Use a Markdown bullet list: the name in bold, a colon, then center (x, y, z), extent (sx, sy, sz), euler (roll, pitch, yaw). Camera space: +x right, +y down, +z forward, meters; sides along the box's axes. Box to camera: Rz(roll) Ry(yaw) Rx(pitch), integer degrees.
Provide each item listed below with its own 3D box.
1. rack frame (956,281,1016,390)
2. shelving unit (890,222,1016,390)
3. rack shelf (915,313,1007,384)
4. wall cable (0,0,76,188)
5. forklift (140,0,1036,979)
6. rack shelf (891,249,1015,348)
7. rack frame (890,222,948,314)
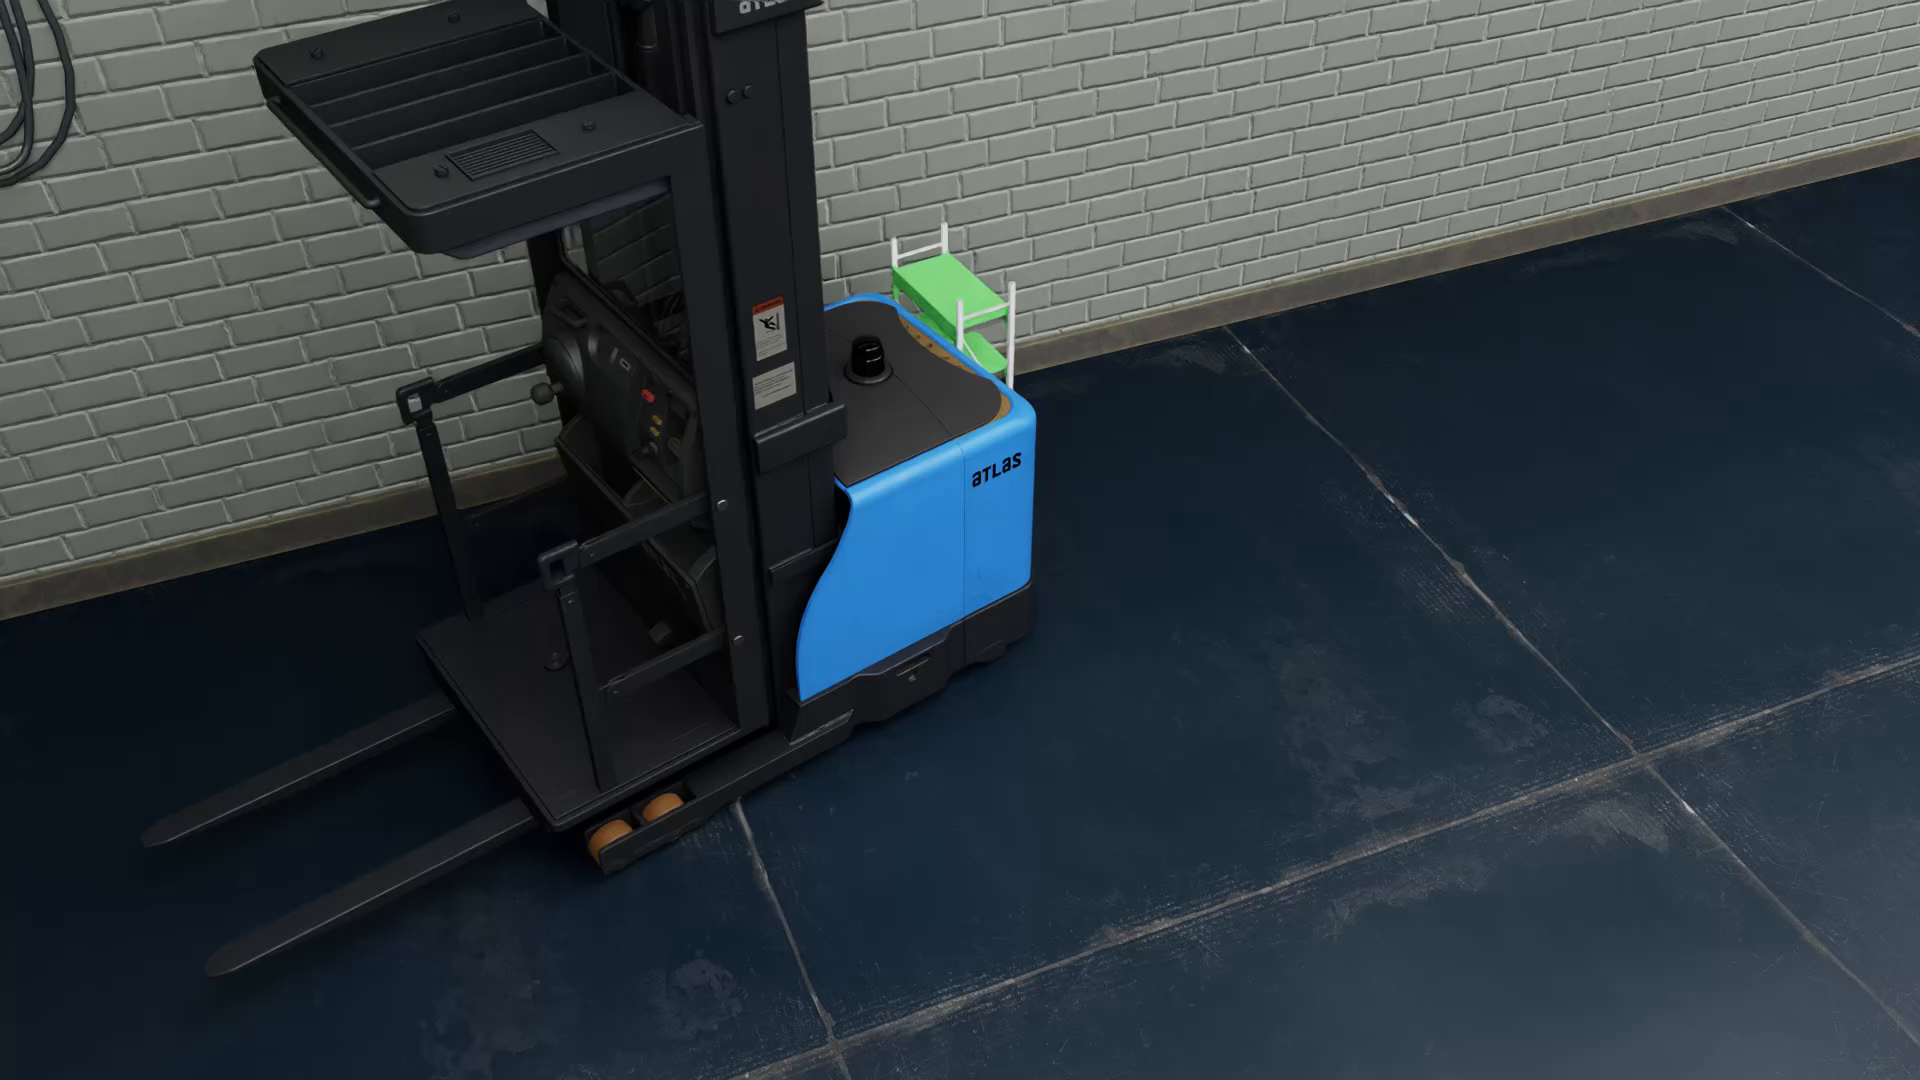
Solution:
- **rack frame**: center (0.093, -0.433, 6.334), extent (0.240, 1.200, 0.015), euler (-21, 45, -23)
- **shelving unit**: center (-0.031, -0.571, 6.493), extent (0.258, 1.200, 0.503), euler (-21, 45, -23)
- **rack shelf**: center (-0.031, -0.704, 6.378), extent (0.258, 0.148, 0.480), euler (-21, 45, -23)
- **wall cable**: center (-4.245, -1.763, 4.280), extent (3.097, 2.526, 0.112), euler (-15, 43, -17)
- **forklift**: center (-1.208, -0.416, 4.986), extent (3.031, 2.935, 1.130), euler (-26, 47, -27)
- **rack shelf**: center (-0.031, -0.886, 6.222), extent (0.258, 0.148, 0.480), euler (-21, 45, -23)
- **rack frame**: center (-0.154, -0.708, 6.653), extent (0.240, 1.200, 0.015), euler (-21, 45, -23)
